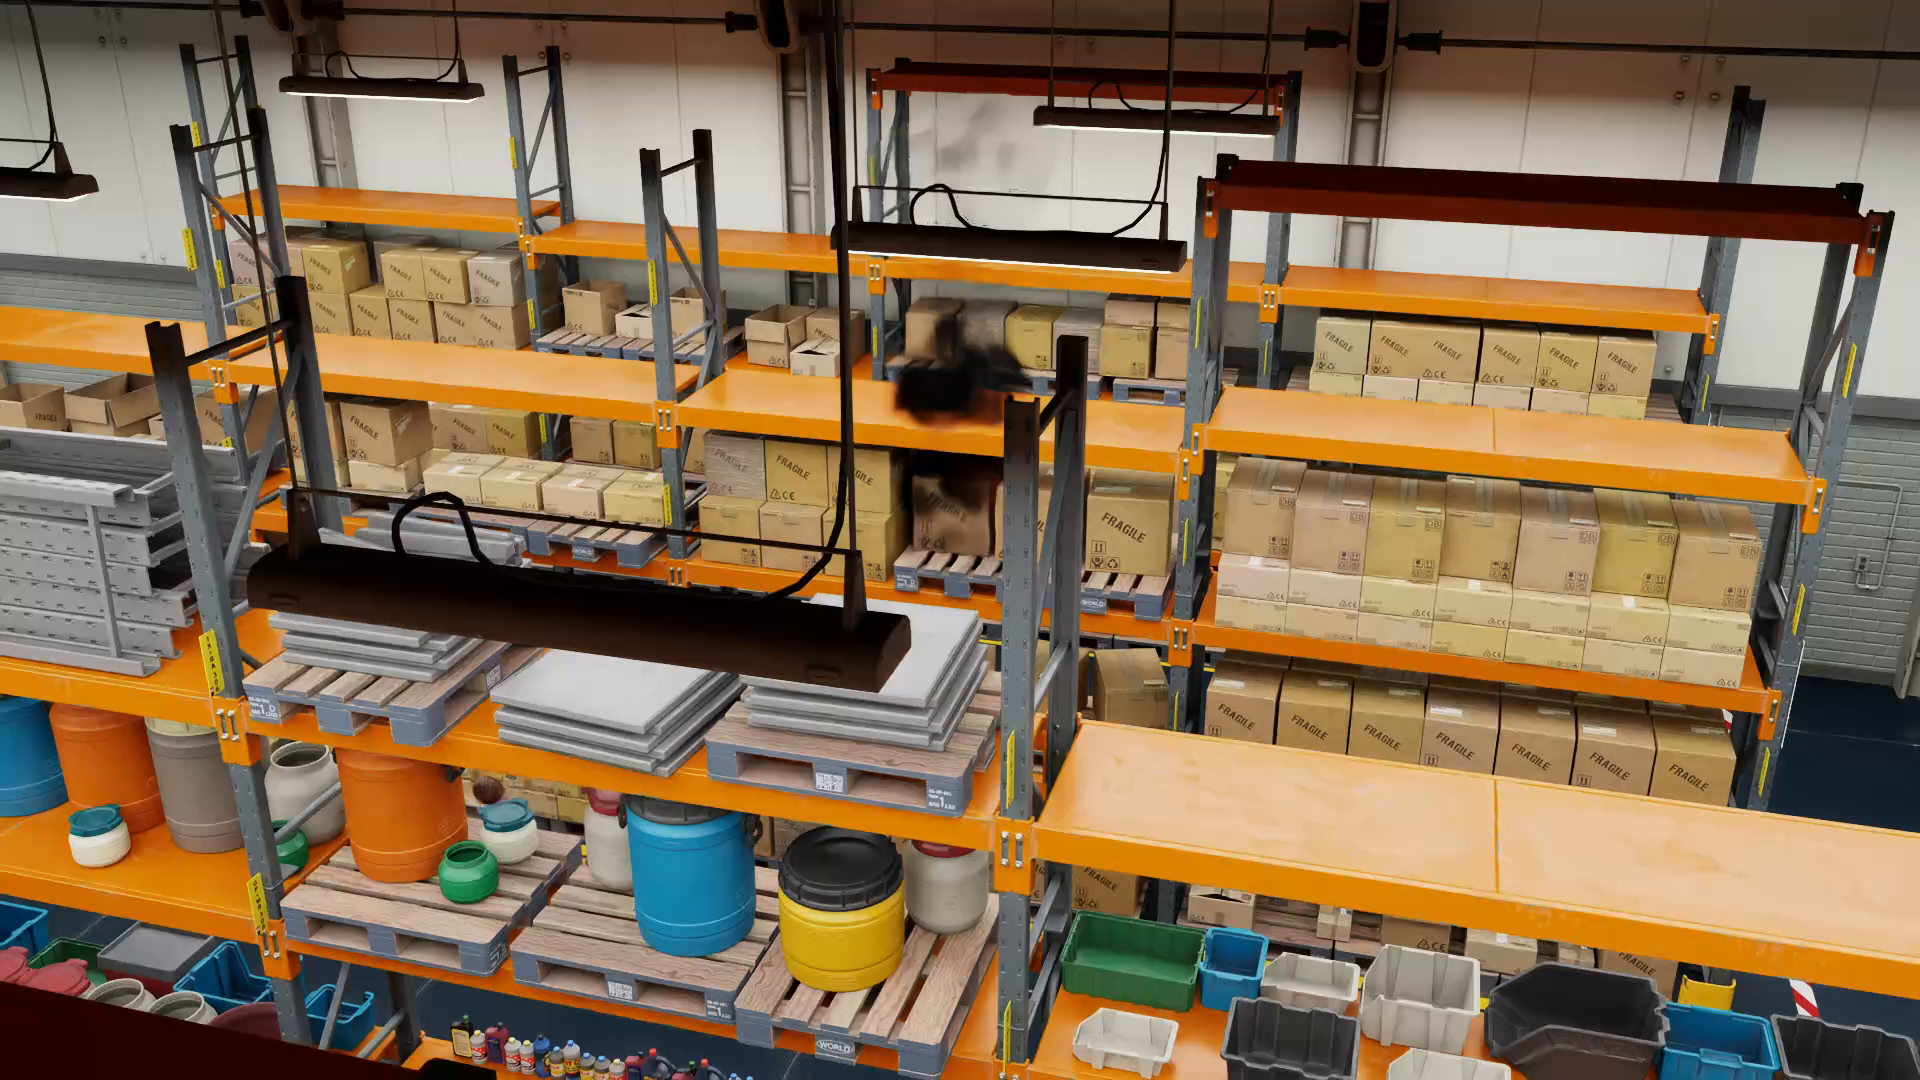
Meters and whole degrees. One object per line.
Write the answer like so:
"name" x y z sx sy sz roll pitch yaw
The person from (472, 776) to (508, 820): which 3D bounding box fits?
"person" -3.460 2.511 12.616 0.778 1.624 0.565 3 23 8
